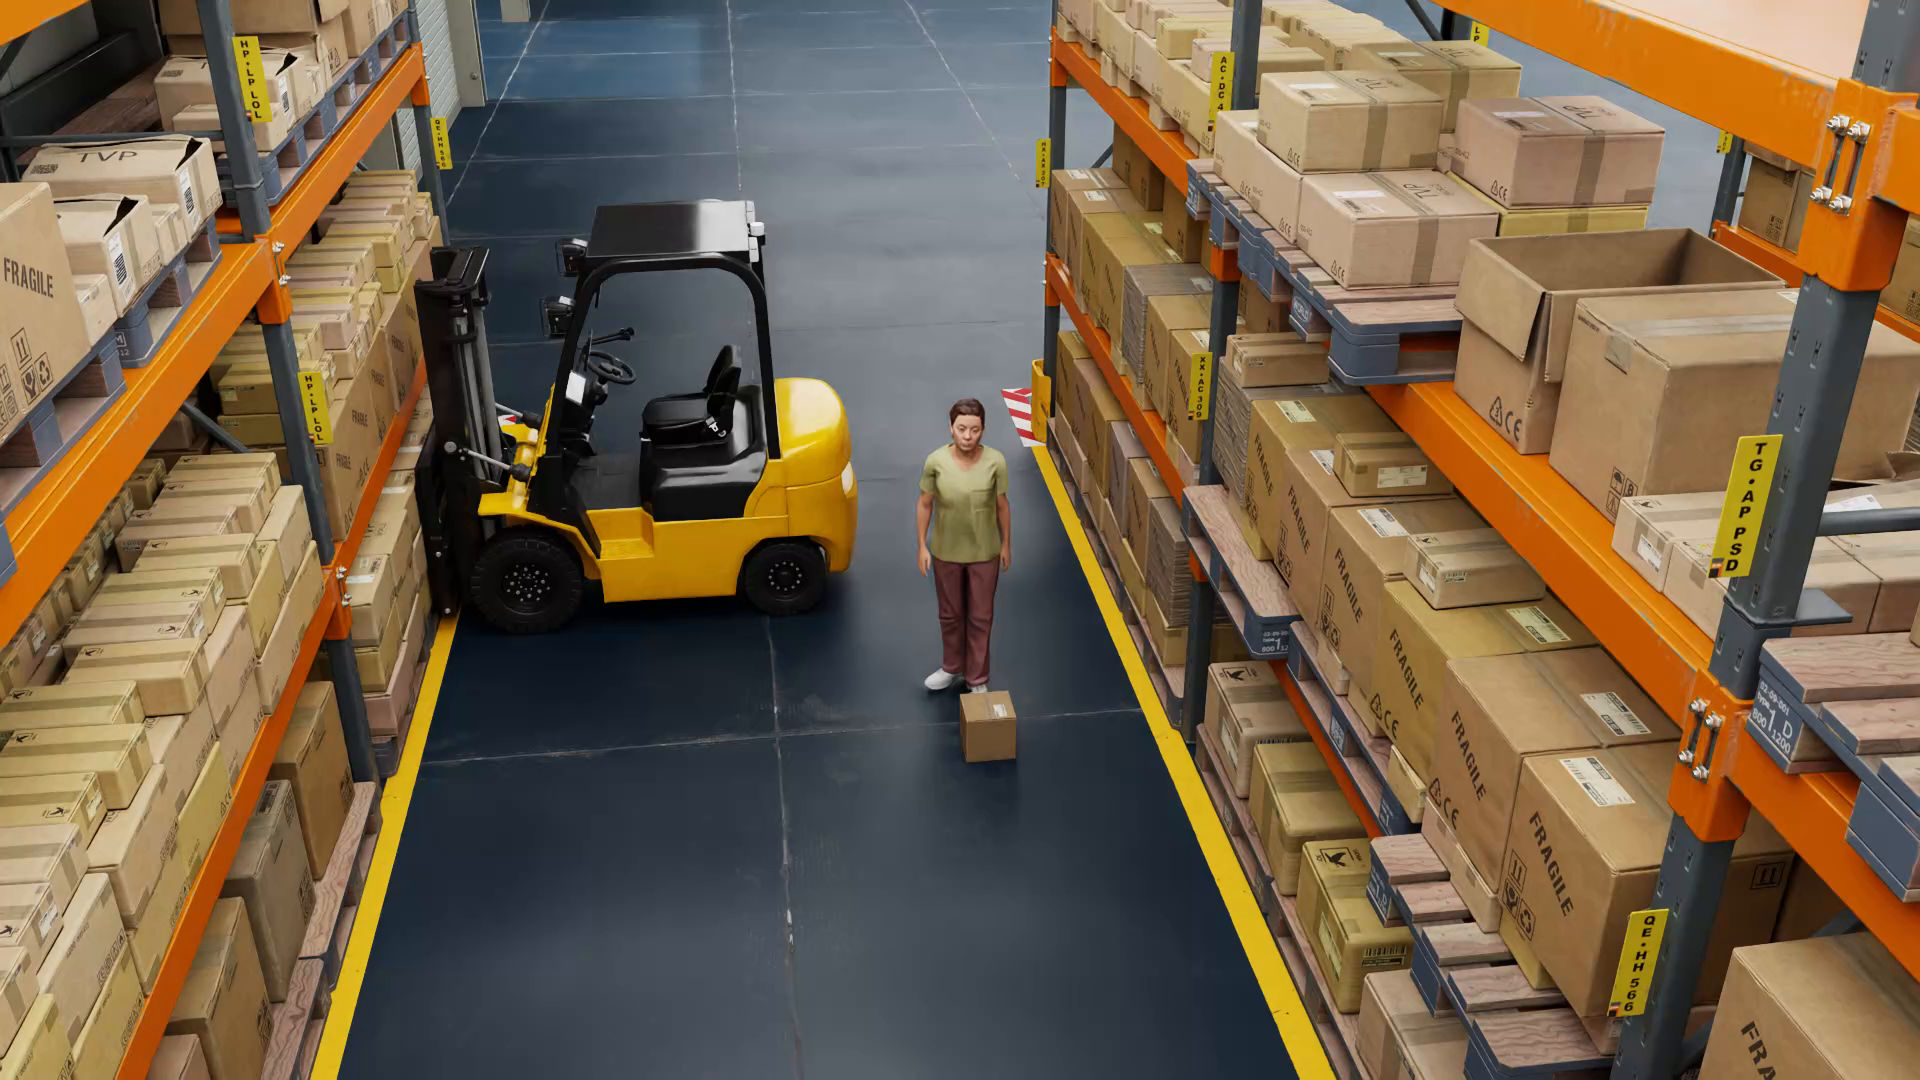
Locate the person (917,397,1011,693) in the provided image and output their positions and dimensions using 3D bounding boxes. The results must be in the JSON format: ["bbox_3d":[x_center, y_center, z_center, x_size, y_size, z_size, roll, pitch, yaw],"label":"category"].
[{"bbox_3d":[0.019,0.062,8.470,0.481,1.672,0.396,1,27,3],"label":"person"}]
